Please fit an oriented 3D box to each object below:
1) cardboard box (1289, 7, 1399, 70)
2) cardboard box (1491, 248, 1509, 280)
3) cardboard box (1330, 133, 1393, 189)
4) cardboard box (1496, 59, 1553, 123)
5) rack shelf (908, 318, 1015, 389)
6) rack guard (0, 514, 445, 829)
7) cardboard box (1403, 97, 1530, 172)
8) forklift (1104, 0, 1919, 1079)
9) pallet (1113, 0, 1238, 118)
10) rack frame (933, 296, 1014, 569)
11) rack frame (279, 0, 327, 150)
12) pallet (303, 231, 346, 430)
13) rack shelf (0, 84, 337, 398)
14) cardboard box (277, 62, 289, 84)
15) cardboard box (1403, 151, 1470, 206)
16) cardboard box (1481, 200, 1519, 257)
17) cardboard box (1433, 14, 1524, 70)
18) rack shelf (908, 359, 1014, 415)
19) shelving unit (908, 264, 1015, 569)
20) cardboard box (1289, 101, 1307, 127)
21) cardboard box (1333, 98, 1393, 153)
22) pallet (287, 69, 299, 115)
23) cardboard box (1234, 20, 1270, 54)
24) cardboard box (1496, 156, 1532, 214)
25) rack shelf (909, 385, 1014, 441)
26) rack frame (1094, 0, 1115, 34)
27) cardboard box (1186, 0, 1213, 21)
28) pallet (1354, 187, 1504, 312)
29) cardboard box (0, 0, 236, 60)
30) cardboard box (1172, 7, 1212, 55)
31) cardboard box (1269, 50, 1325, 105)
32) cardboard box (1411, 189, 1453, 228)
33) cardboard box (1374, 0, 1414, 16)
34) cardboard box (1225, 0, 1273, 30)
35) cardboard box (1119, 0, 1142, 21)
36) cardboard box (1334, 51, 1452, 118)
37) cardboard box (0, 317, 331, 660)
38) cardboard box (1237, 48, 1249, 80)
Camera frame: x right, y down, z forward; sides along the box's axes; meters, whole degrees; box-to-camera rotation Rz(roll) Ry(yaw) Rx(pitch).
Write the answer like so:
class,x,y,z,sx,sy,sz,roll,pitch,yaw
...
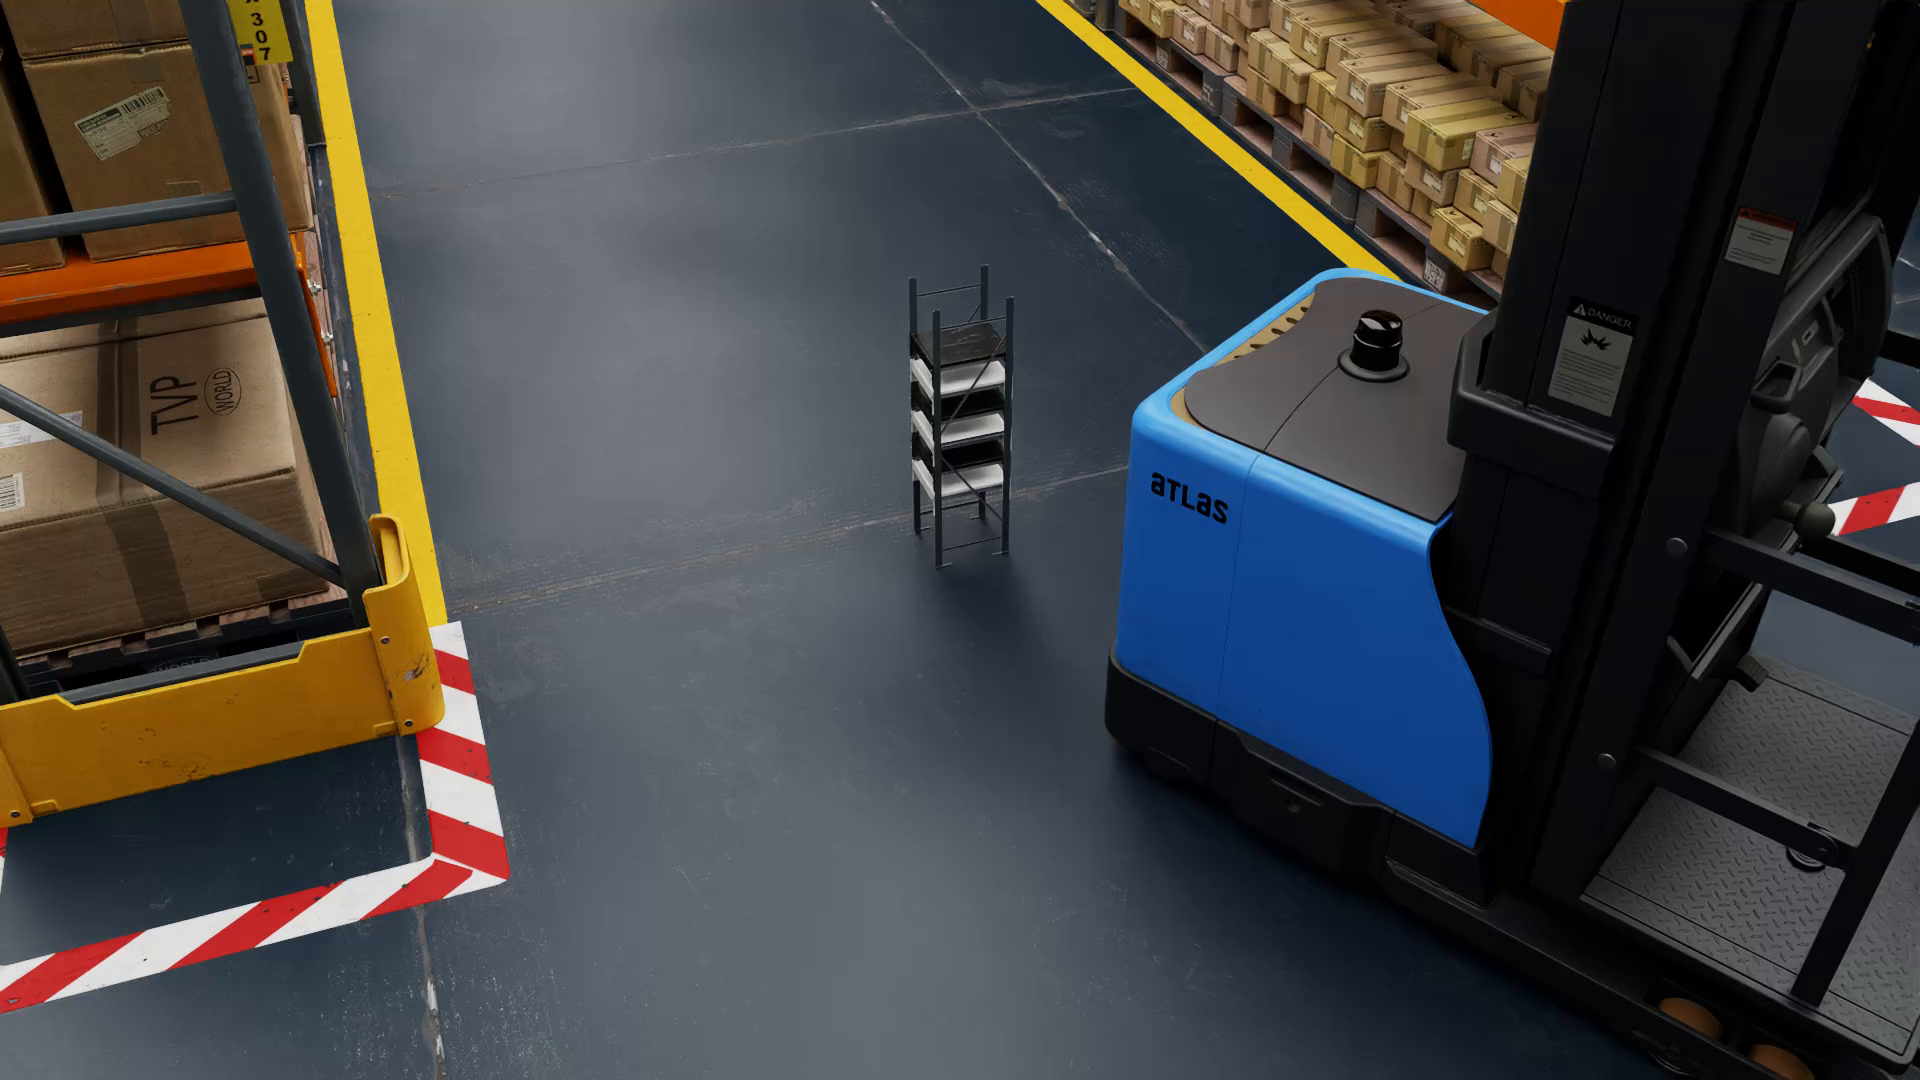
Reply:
class,x,y,z,sx,sy,sz,roll,pitch,yaw
cardboard box,1.649,-2.160,7.151,0.380,0.149,0.250,-12,39,-16
cardboard box,2.210,-1.043,6.162,0.380,0.149,0.250,-12,39,-15
cardboard box,1.773,-1.602,6.904,0.380,0.149,0.250,-14,39,-18
cardboard box,2.389,-1.815,6.692,0.380,0.149,0.250,-14,39,-18
rack shelf,0.003,-0.544,4.831,0.258,0.077,0.200,-12,39,-16
rack guard,-2.017,0.335,4.390,1.175,0.500,0.348,-12,39,-16
cardboard box,1.926,-1.546,6.336,0.380,0.149,0.250,-13,39,-17
forklift,1.846,-0.278,3.184,3.031,2.935,1.130,26,44,31
pallet,1.475,-2.533,8.438,1.003,0.211,1.213,-12,39,-16
rack frame,0.038,-0.297,4.897,0.240,0.900,0.006,-12,39,-16
rack frame,-3.402,-2.937,6.656,1.000,3.000,0.127,-12,39,-16
pallet,-2.790,-0.687,5.987,1.003,0.211,1.213,-12,39,-16
rack shelf,-2.714,-1.520,5.373,1.077,0.370,4.000,-12,39,-16
cardboard box,-2.280,-1.619,4.823,0.500,0.500,0.500,-13,39,-16
cardboard box,1.957,-1.439,6.441,0.380,0.149,0.250,-14,39,-18
cardboard box,2.138,-1.146,6.052,0.380,0.149,0.250,-13,39,-17
cardboard box,2.254,-2.132,7.113,0.380,0.149,0.250,-12,39,-15
rack shelf,0.003,-0.472,4.885,0.258,0.077,0.200,-12,39,-16
shelving unit,0.003,-0.355,4.973,0.258,0.900,0.210,-12,39,-16
cardboard box,1.681,-1.919,7.325,0.380,0.149,0.250,-11,38,-15
cardboard box,1.767,-1.729,6.826,0.380,0.149,0.250,-12,39,-15
pallet,-3.739,-2.244,8.053,1.003,0.211,1.213,-12,39,-16
cardboard box,1.487,-2.328,7.621,0.380,0.149,0.250,-11,38,-14
cardboard box,2.167,-1.273,5.972,0.380,0.149,0.250,-12,39,-15
rack shelf,0.003,-0.400,4.939,0.258,0.077,0.200,-12,39,-16
rack frame,1.211,-4.019,8.093,1.000,3.000,0.127,-12,39,-16
cardboard box,1.324,-2.641,8.037,0.380,0.149,0.250,-13,39,-16
pallet,2.315,-1.155,6.608,1.003,0.211,1.213,-12,39,-16
cardboard box,-1.923,-1.447,3.764,0.500,0.500,0.500,-13,39,-17
cardboard box,1.260,-2.496,8.091,0.380,0.149,0.250,-13,39,-16
cardboard box,1.575,-2.028,7.222,0.380,0.149,0.250,-12,39,-15
cardboard box,2.017,-1.334,6.548,0.380,0.149,0.250,-13,39,-16
cardboard box,2.095,-2.417,7.492,0.380,0.149,0.250,-14,39,-18
cardboard box,1.429,-2.444,7.528,0.380,0.149,0.250,-12,39,-15
cardboard box,1.034,-2.776,8.463,0.380,0.149,0.250,-14,39,-18
cardboard box,1.752,-1.846,6.734,0.380,0.149,0.250,-11,38,-14
cardboard box,-2.347,-0.174,4.768,0.875,0.438,0.875,-14,39,-17
cardboard box,1.520,-2.218,7.722,0.380,0.149,0.250,-14,39,-18
